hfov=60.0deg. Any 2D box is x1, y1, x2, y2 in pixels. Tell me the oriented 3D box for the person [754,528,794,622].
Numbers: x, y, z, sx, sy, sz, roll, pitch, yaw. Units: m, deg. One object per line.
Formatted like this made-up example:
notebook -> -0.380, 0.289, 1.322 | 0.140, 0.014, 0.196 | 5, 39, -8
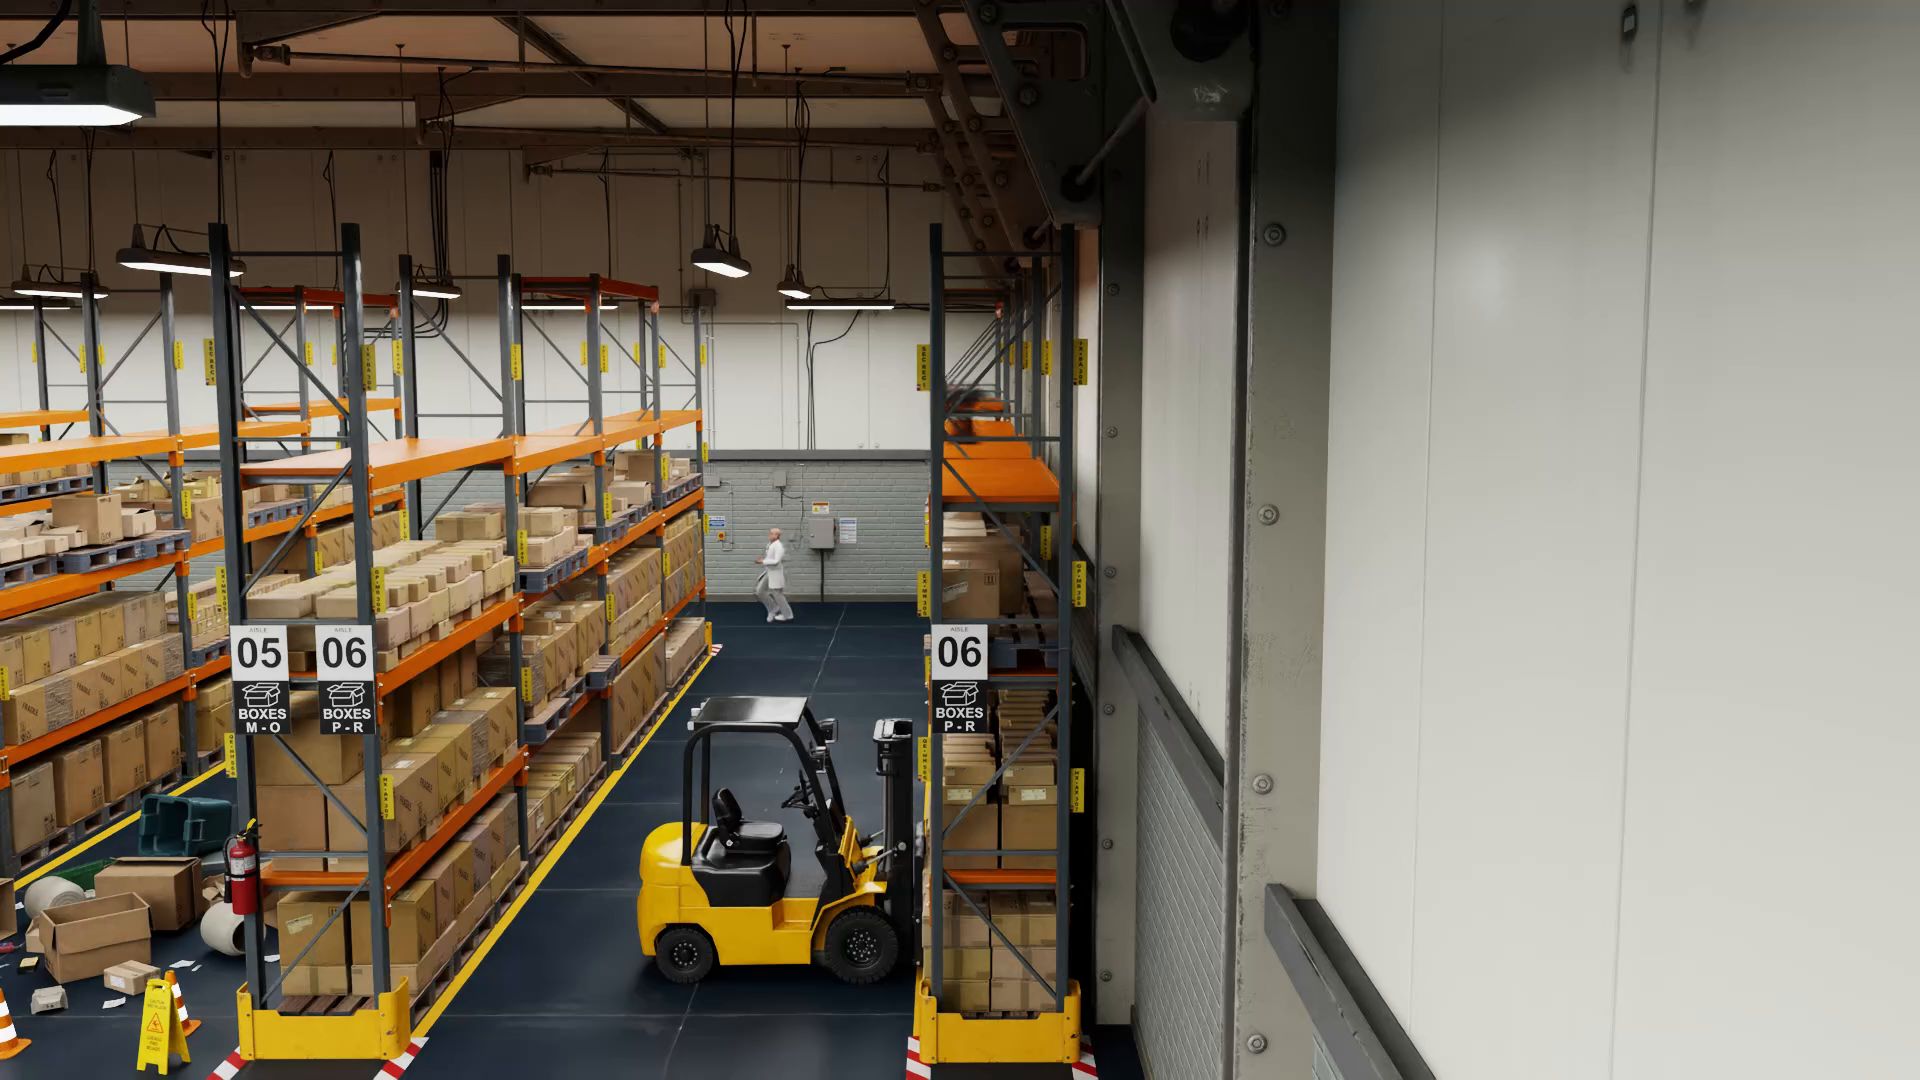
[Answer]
person -> -3.500, 0.665, 31.082 | 0.759, 1.791, 0.697 | -3, 7, -25
